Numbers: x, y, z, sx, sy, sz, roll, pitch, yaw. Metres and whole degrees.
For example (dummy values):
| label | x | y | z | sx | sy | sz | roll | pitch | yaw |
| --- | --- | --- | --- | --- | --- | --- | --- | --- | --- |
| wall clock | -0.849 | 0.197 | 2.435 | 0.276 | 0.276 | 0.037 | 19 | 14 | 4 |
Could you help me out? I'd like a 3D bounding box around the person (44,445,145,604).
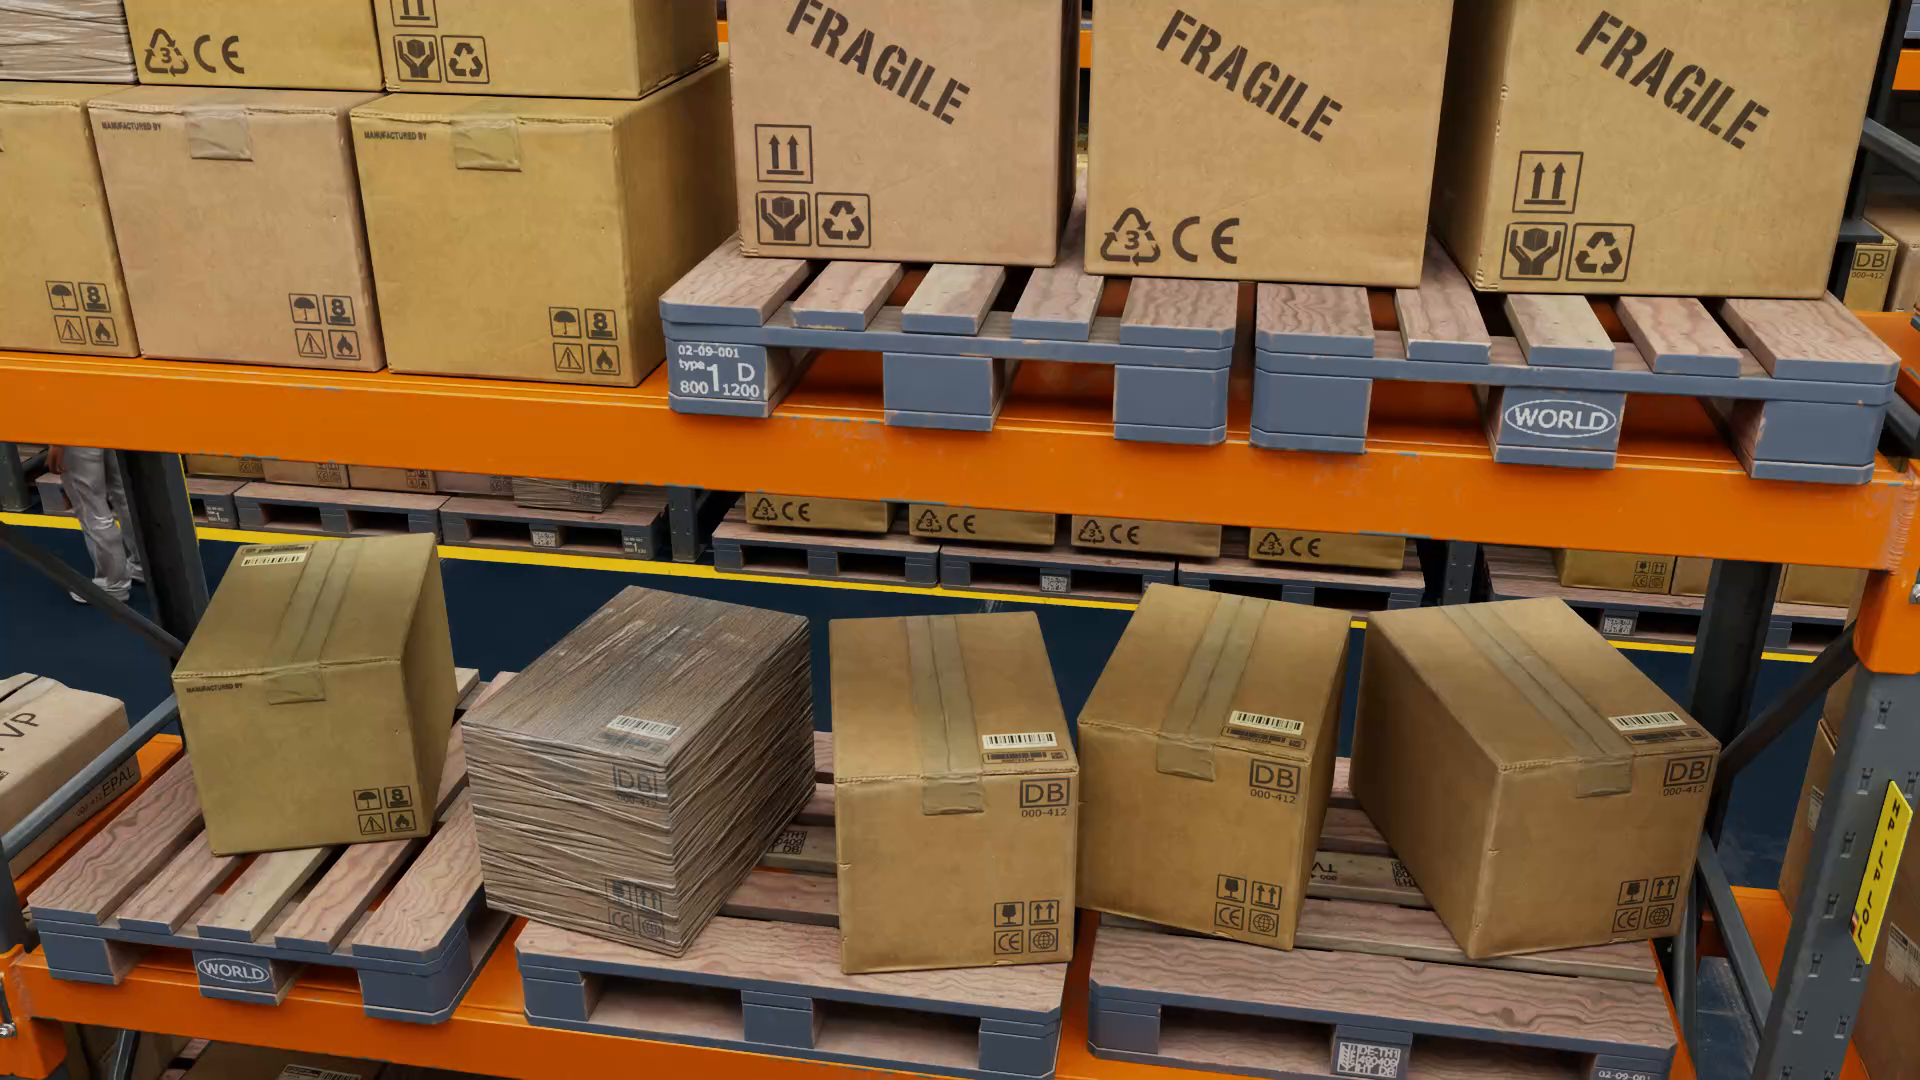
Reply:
| label | x | y | z | sx | sy | sz | roll | pitch | yaw |
| --- | --- | --- | --- | --- | --- | --- | --- | --- | --- |
| person | -4.330 | -0.550 | 8.246 | 0.389 | 1.770 | 0.571 | 5 | 25 | 12 |
